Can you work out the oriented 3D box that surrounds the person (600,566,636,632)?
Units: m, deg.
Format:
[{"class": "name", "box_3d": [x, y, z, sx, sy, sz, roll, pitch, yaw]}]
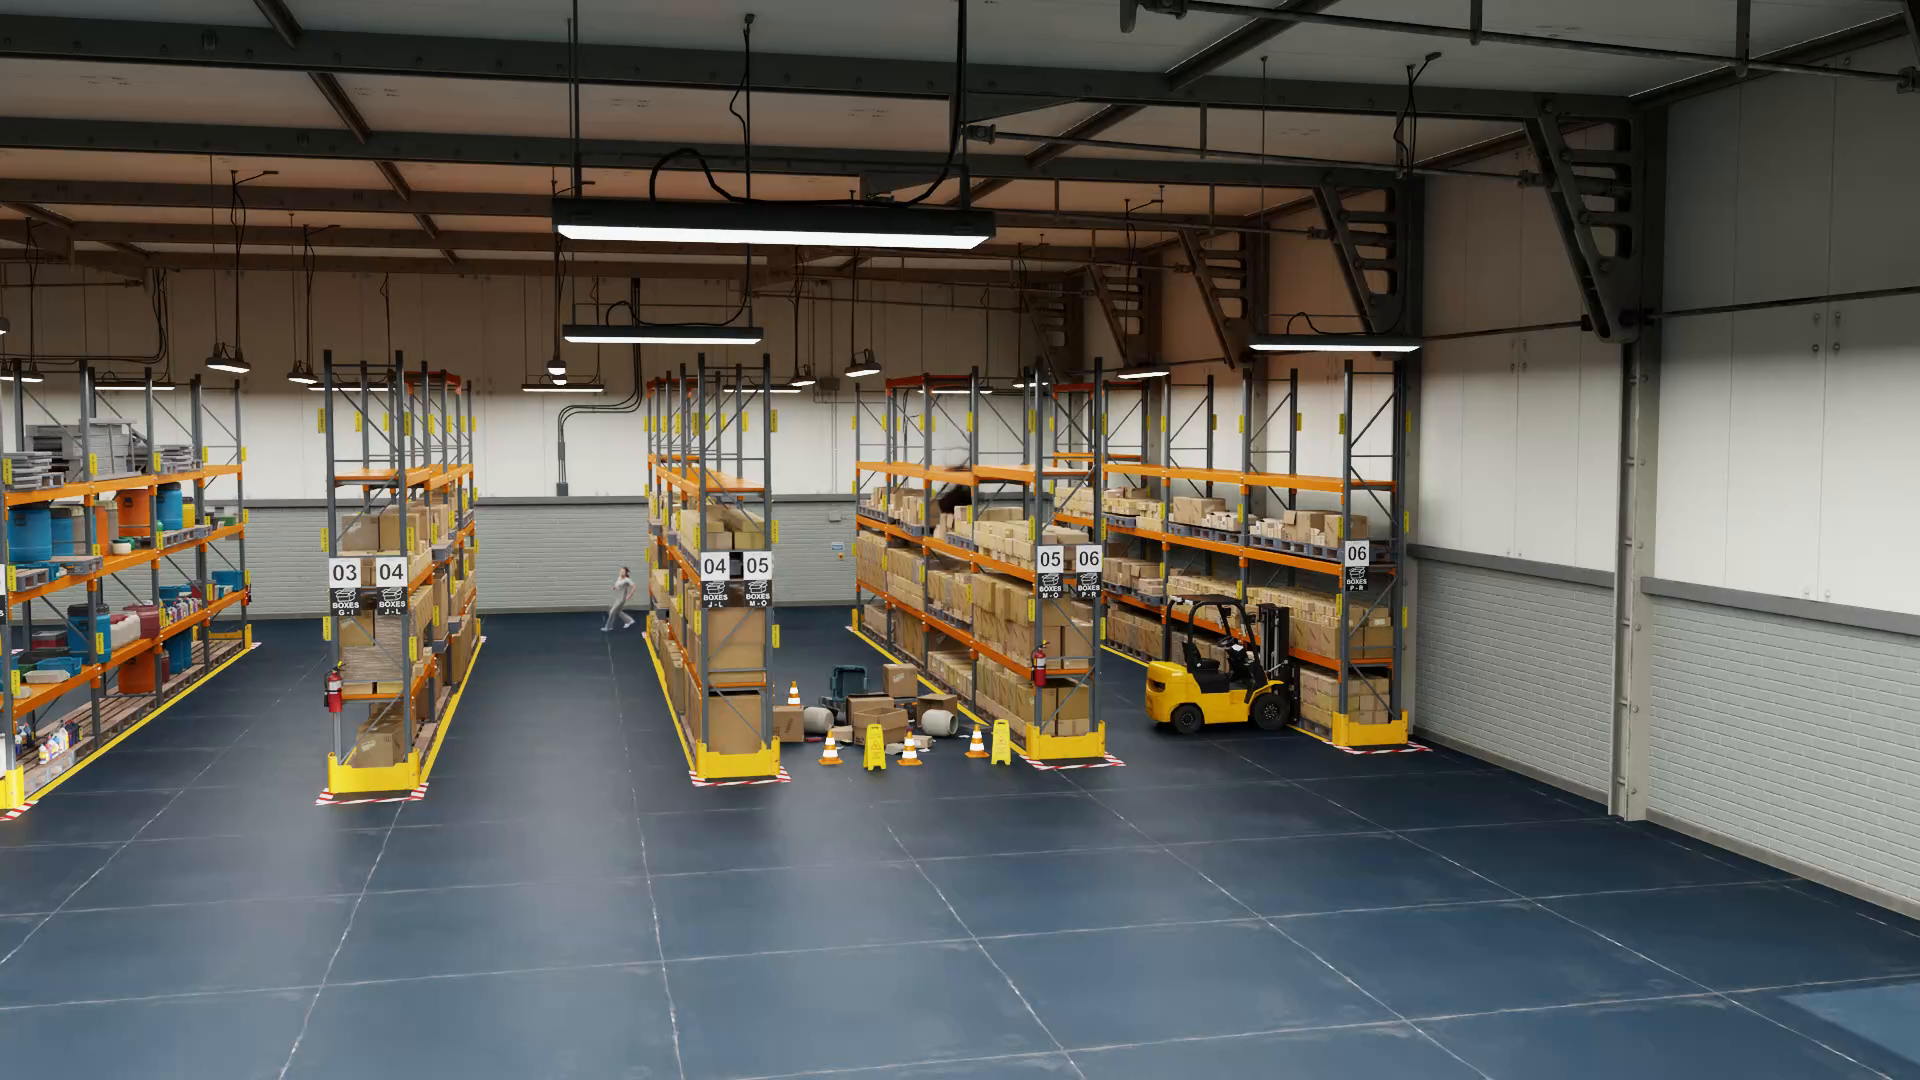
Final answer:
[{"class": "person", "box_3d": [-8.194, 1.422, 40.109, 0.809, 1.593, 0.690, -3, 5, -33]}]
